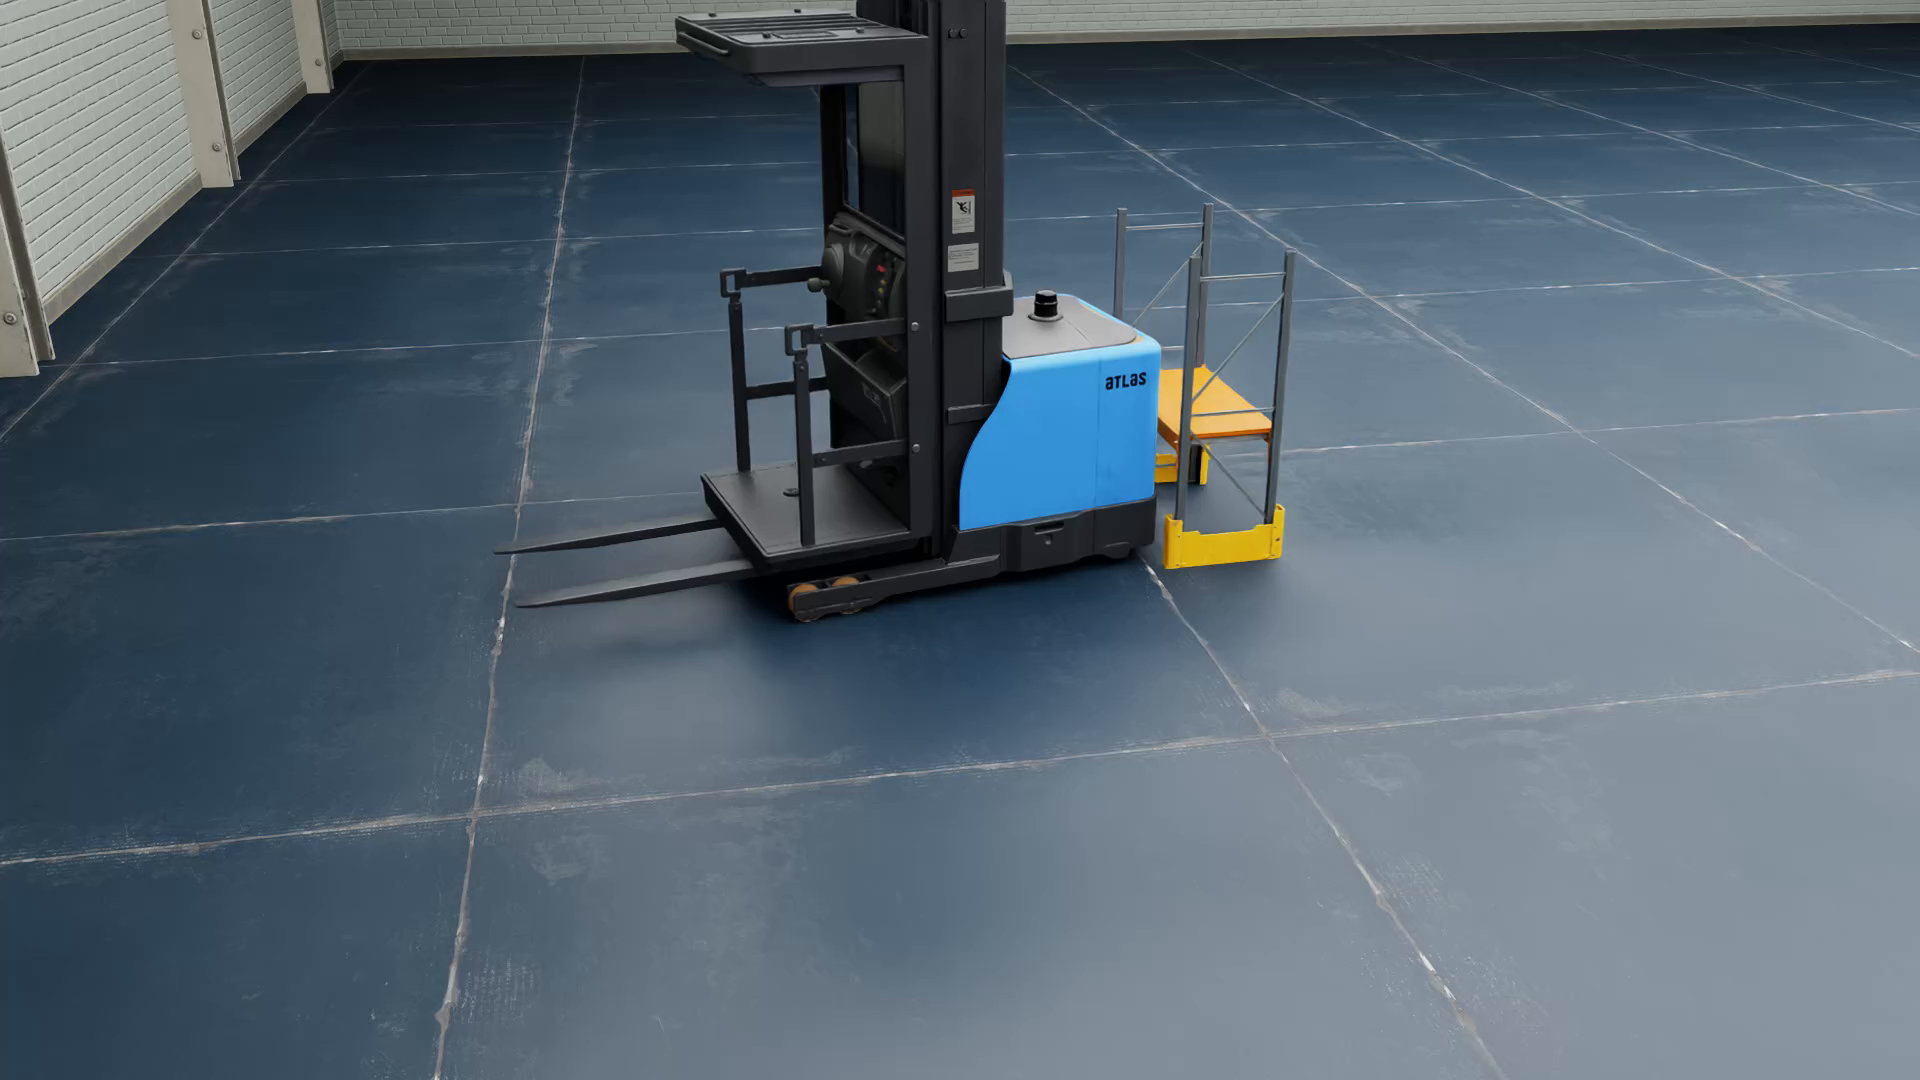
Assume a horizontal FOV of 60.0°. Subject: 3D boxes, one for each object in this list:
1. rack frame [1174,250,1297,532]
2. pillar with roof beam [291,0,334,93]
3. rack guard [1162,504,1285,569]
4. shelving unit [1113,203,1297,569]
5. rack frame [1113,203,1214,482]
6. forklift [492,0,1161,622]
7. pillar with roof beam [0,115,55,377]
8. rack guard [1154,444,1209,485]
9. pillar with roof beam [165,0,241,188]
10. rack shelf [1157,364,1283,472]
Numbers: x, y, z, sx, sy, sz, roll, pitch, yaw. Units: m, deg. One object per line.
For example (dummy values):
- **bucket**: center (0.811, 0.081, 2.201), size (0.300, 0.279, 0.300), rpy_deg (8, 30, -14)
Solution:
- **rack frame**: center (1.265, -0.589, 7.725), size (0.500, 1.500, 0.032), rpy_deg (-5, 24, -12)
- **pillar with roof beam**: center (-4.098, -10.285, 20.555), size (9.100, 9.000, 0.400), rpy_deg (-4, 24, -10)
- **rack guard**: center (1.264, -0.017, 7.977), size (0.587, 0.250, 0.087), rpy_deg (-5, 24, -12)
- **shelving unit**: center (1.150, -0.784, 8.171), size (0.587, 1.500, 1.083), rpy_deg (-5, 24, -12)
- **rack frame**: center (1.031, -0.985, 8.632), size (0.500, 1.500, 0.032), rpy_deg (-5, 24, -12)
- **forklift**: center (-0.619, -1.217, 7.374), size (3.031, 2.935, 1.130), rpy_deg (-10, 25, -21)
- **pillar with roof beam**: center (-1.879, -5.565, 9.748), size (9.100, 9.000, 0.400), rpy_deg (-4, 24, -10)
- **rack guard**: center (1.035, -0.405, 8.865), size (0.587, 0.250, 0.087), rpy_deg (-5, 24, -12)
- **pillar with roof beam**: center (-2.989, -7.925, 15.151), size (9.100, 9.000, 0.400), rpy_deg (-4, 24, -10)
- **rack shelf**: center (1.148, -0.622, 8.251), size (0.538, 0.185, 1.000), rpy_deg (-5, 24, -12)
